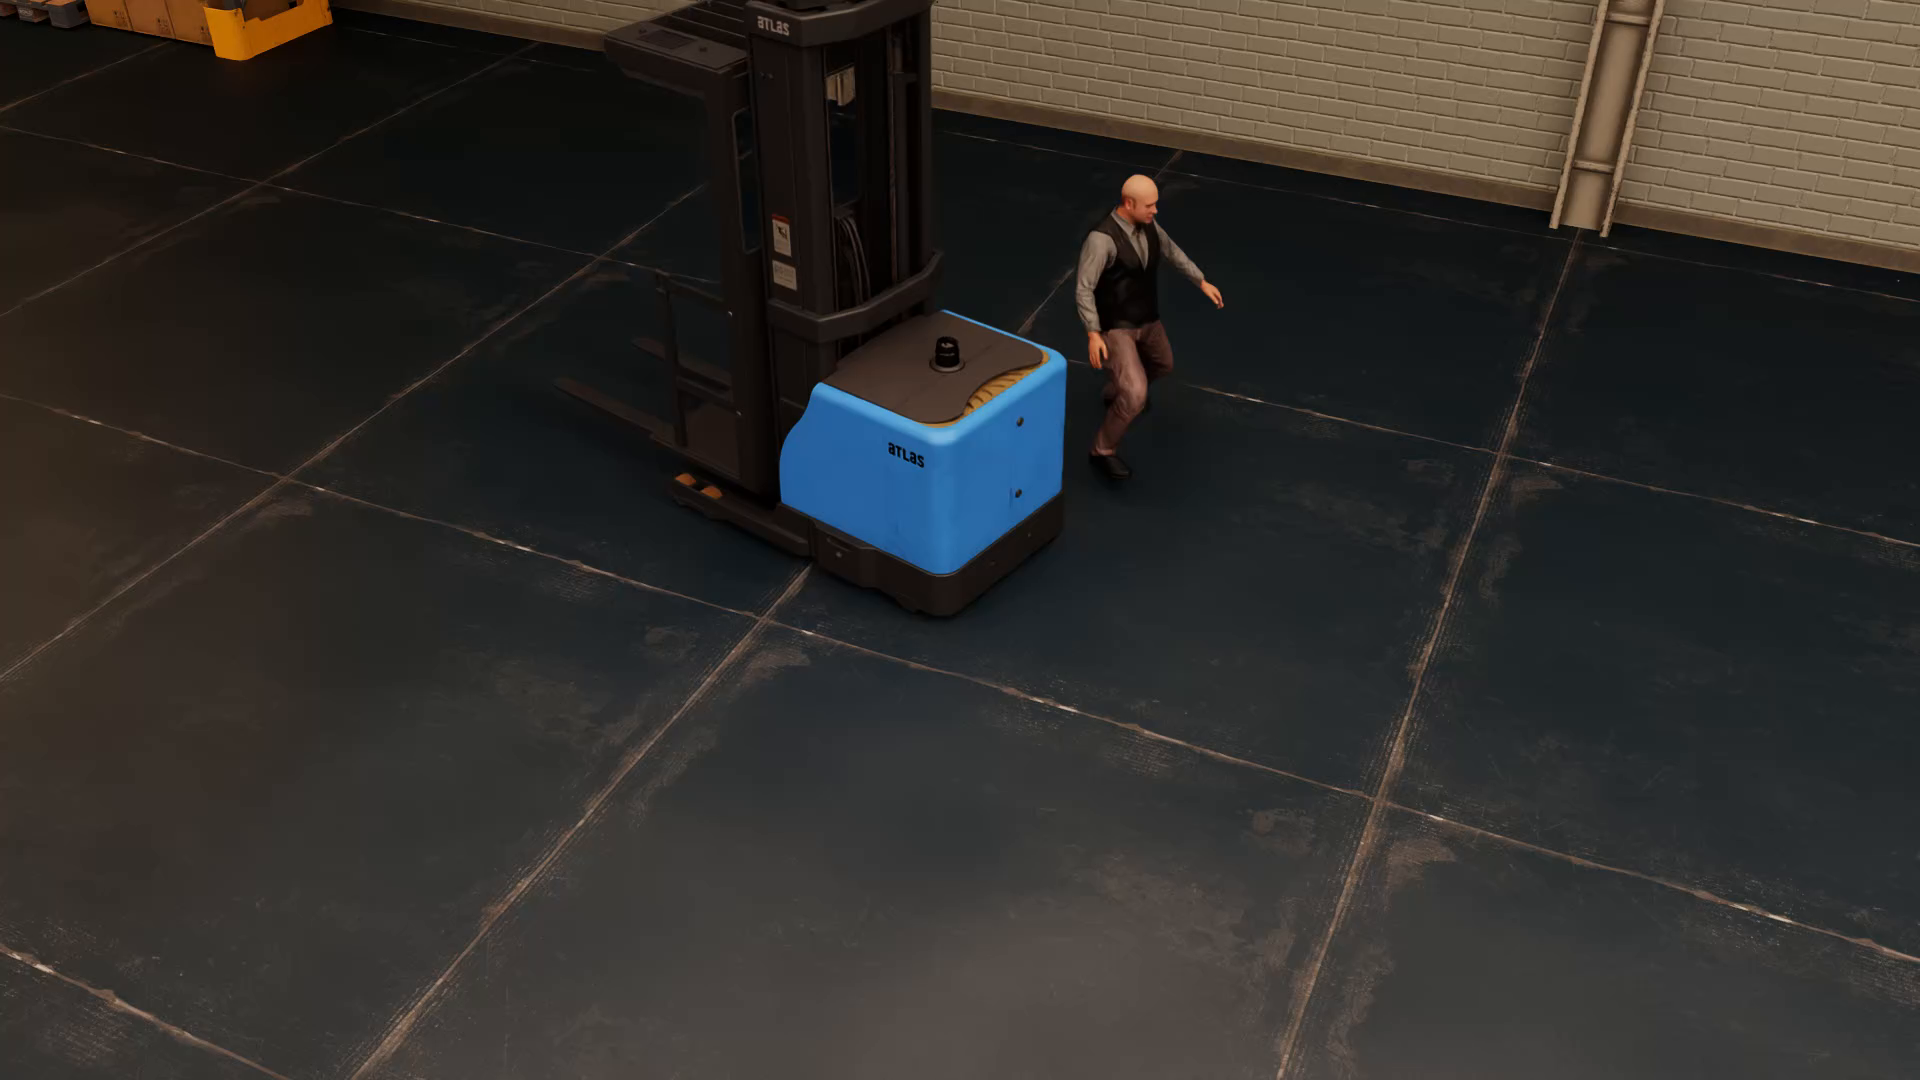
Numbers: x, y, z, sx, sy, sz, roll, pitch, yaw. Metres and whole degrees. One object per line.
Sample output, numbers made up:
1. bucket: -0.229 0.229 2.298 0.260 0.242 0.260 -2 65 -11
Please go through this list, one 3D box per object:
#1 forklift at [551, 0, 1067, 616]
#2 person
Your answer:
1. forklift: -0.938 -1.526 8.226 3.031 2.935 1.130 24 42 30
2. person: 0.950 -1.207 8.977 0.714 1.591 0.939 29 45 35
